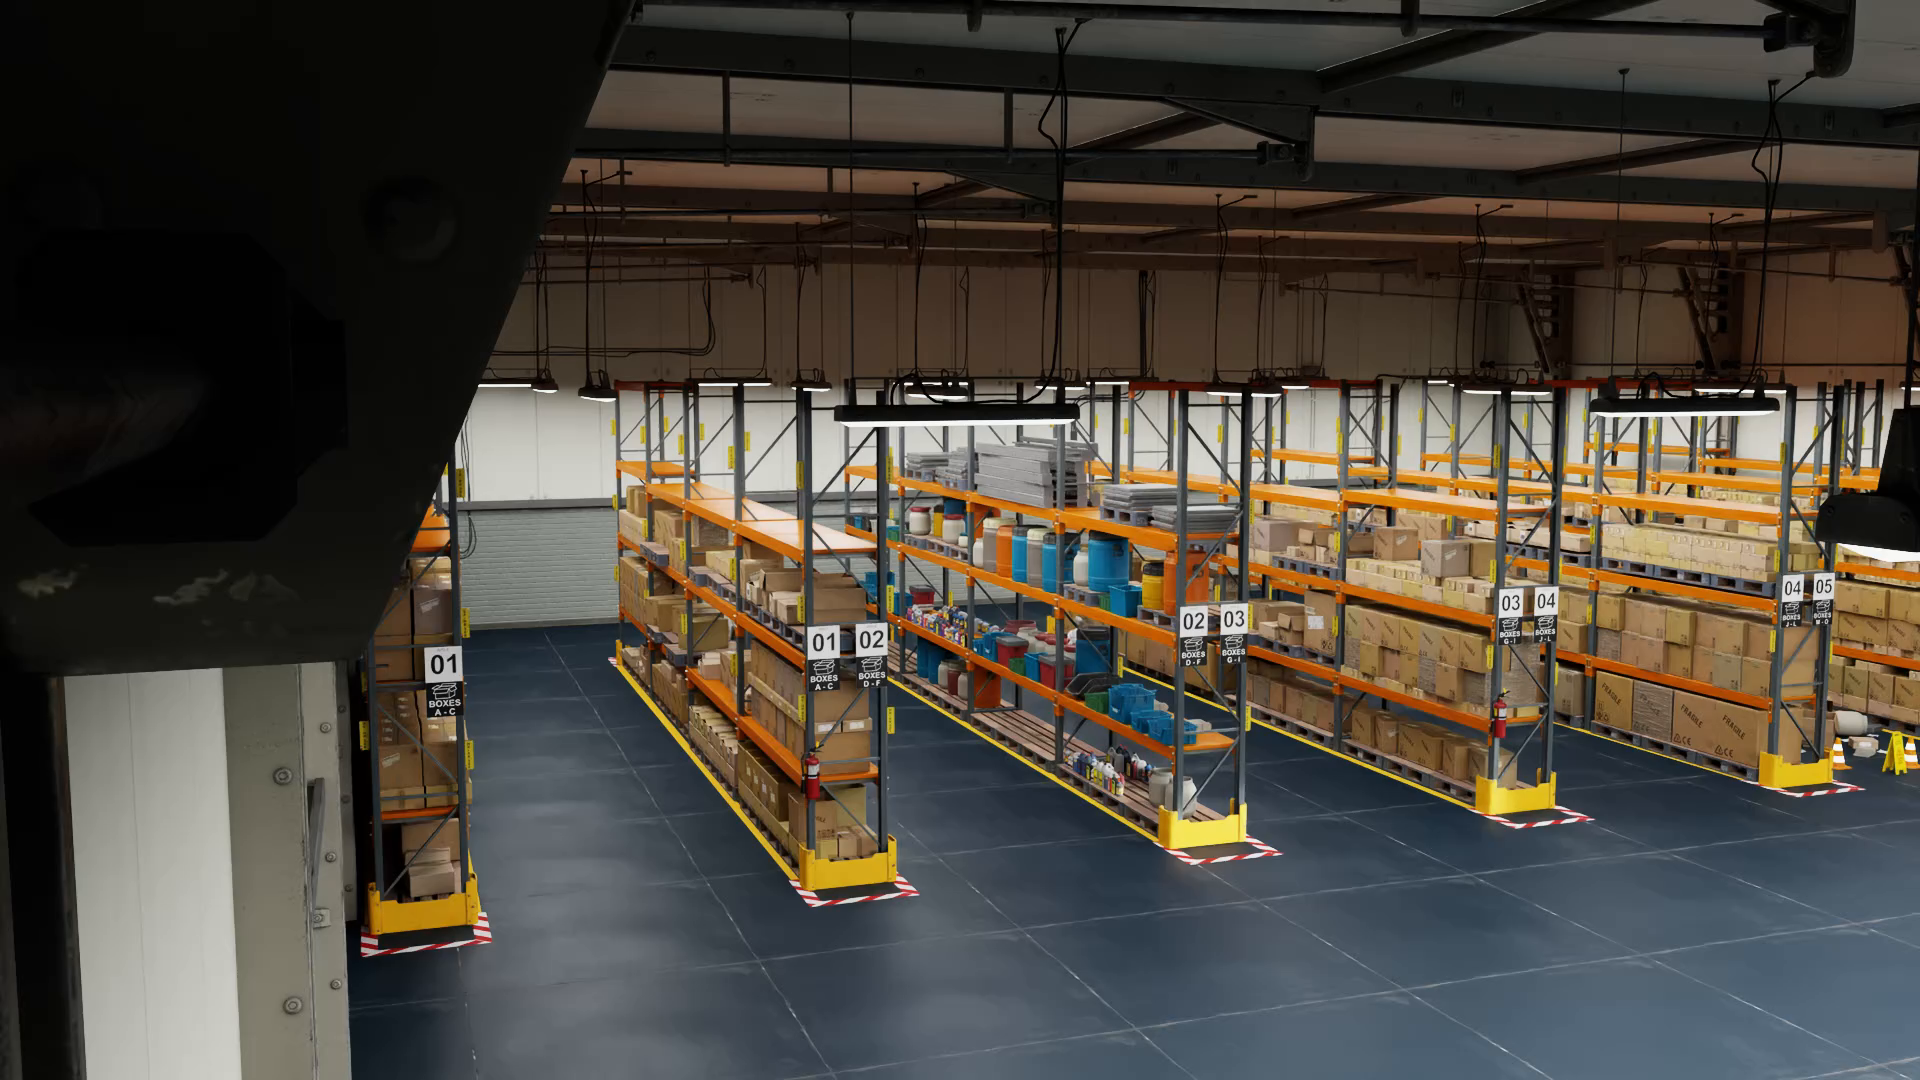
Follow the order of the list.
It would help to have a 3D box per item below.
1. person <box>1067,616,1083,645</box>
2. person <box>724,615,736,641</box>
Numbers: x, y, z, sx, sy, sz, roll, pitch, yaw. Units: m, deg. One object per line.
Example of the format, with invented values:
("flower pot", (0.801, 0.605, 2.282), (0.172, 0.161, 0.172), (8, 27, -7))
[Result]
("person", (2.228, 2.237, 30.898), (0.533, 1.652, 0.460), (0, 6, -4))
("person", (-4.703, 1.807, 34.582), (0.590, 1.715, 1.170), (-2, 7, -22))
